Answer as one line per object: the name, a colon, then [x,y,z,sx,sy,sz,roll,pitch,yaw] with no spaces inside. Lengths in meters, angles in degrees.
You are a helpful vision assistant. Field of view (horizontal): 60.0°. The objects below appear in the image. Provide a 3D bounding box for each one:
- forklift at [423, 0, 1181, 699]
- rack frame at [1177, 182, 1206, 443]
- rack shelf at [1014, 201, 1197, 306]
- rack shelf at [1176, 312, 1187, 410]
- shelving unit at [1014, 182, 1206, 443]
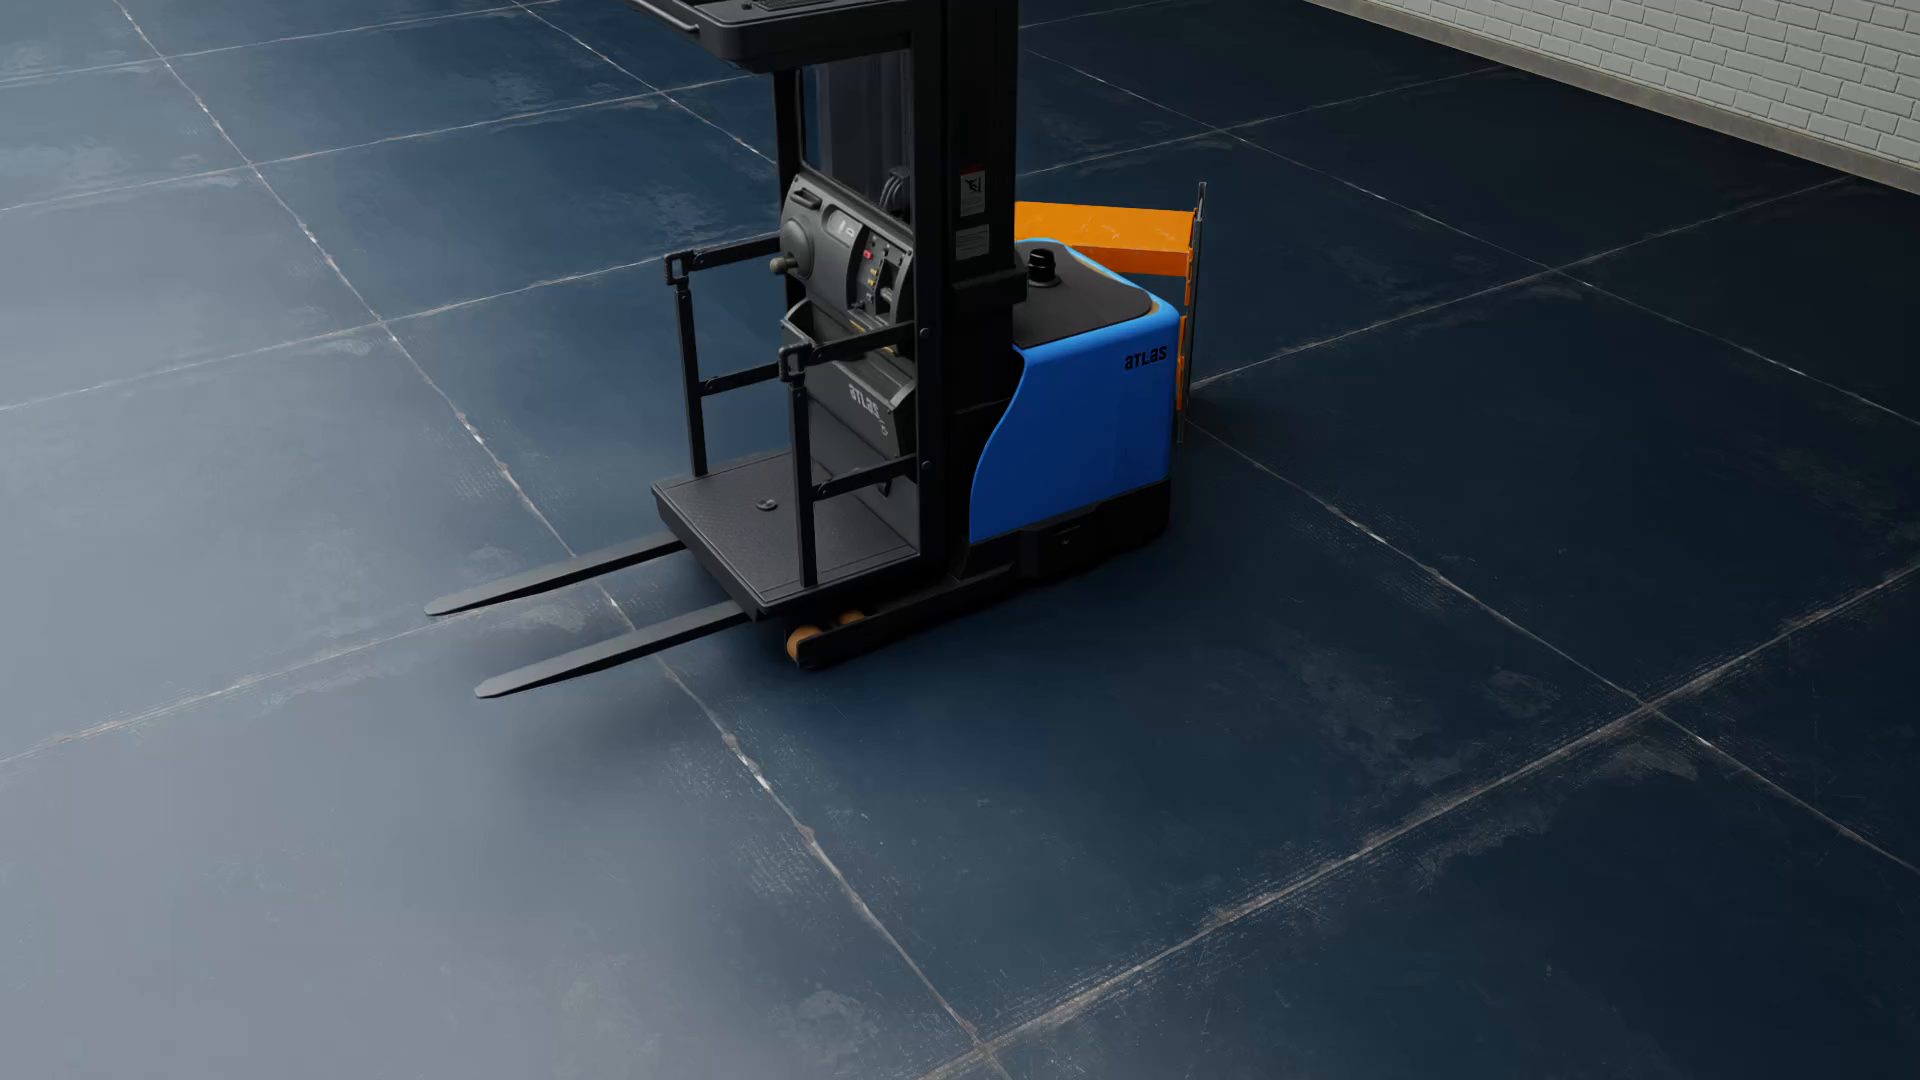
forklift: [-0.611,-1.065,6.191,3.031,2.935,1.130,-18,37,-27]
rack frame: [1.098,-1.073,7.897,0.032,1.125,0.500,5,33,8]
rack shelf: [0.597,-1.367,7.813,1.000,0.278,0.538,5,33,8]
rack shelf: [0.597,-0.912,8.100,1.000,0.278,0.538,5,33,8]
shelving unit: [0.597,-1.119,7.970,1.048,1.125,0.538,5,33,8]
